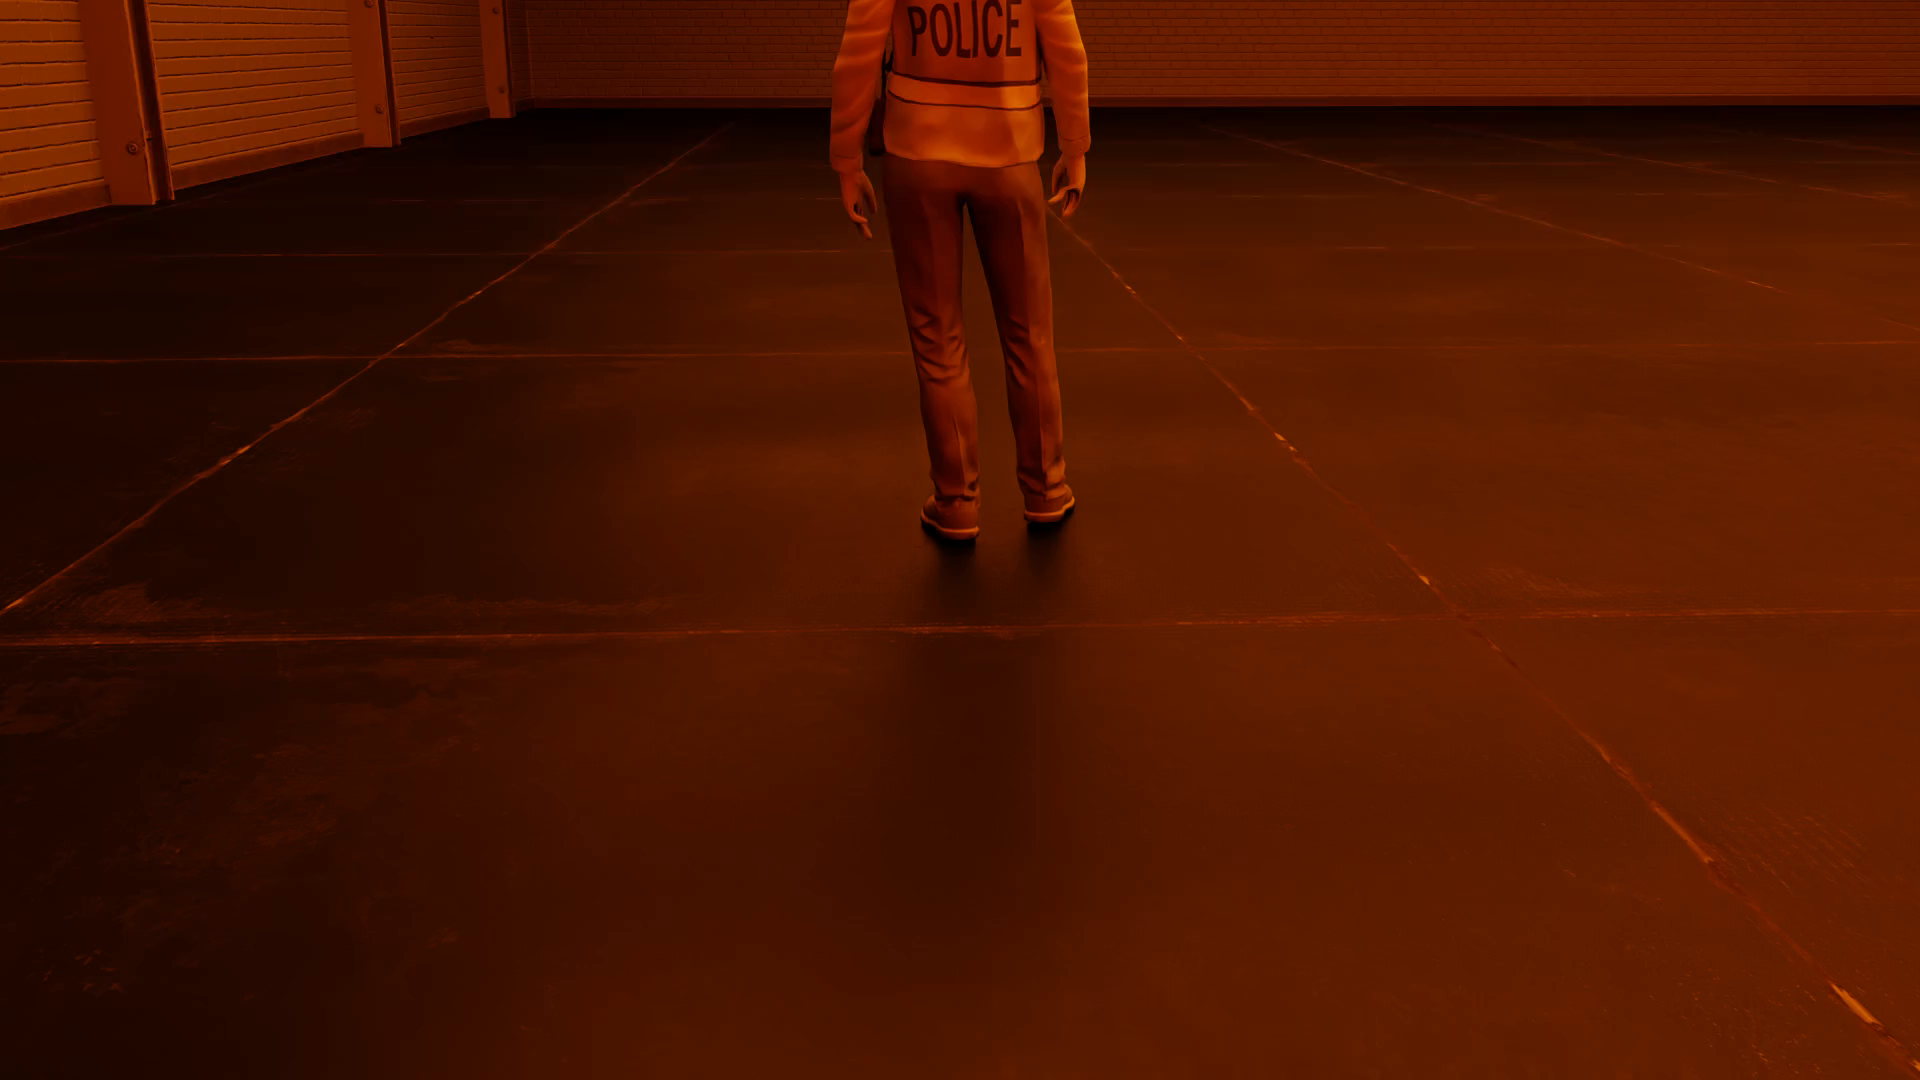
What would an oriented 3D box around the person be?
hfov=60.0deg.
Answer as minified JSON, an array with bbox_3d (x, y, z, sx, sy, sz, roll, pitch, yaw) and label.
[{"bbox_3d":[0.003,-0.837,3.734,0.587,1.695,0.531,-1,17,-3],"label":"person"}]
